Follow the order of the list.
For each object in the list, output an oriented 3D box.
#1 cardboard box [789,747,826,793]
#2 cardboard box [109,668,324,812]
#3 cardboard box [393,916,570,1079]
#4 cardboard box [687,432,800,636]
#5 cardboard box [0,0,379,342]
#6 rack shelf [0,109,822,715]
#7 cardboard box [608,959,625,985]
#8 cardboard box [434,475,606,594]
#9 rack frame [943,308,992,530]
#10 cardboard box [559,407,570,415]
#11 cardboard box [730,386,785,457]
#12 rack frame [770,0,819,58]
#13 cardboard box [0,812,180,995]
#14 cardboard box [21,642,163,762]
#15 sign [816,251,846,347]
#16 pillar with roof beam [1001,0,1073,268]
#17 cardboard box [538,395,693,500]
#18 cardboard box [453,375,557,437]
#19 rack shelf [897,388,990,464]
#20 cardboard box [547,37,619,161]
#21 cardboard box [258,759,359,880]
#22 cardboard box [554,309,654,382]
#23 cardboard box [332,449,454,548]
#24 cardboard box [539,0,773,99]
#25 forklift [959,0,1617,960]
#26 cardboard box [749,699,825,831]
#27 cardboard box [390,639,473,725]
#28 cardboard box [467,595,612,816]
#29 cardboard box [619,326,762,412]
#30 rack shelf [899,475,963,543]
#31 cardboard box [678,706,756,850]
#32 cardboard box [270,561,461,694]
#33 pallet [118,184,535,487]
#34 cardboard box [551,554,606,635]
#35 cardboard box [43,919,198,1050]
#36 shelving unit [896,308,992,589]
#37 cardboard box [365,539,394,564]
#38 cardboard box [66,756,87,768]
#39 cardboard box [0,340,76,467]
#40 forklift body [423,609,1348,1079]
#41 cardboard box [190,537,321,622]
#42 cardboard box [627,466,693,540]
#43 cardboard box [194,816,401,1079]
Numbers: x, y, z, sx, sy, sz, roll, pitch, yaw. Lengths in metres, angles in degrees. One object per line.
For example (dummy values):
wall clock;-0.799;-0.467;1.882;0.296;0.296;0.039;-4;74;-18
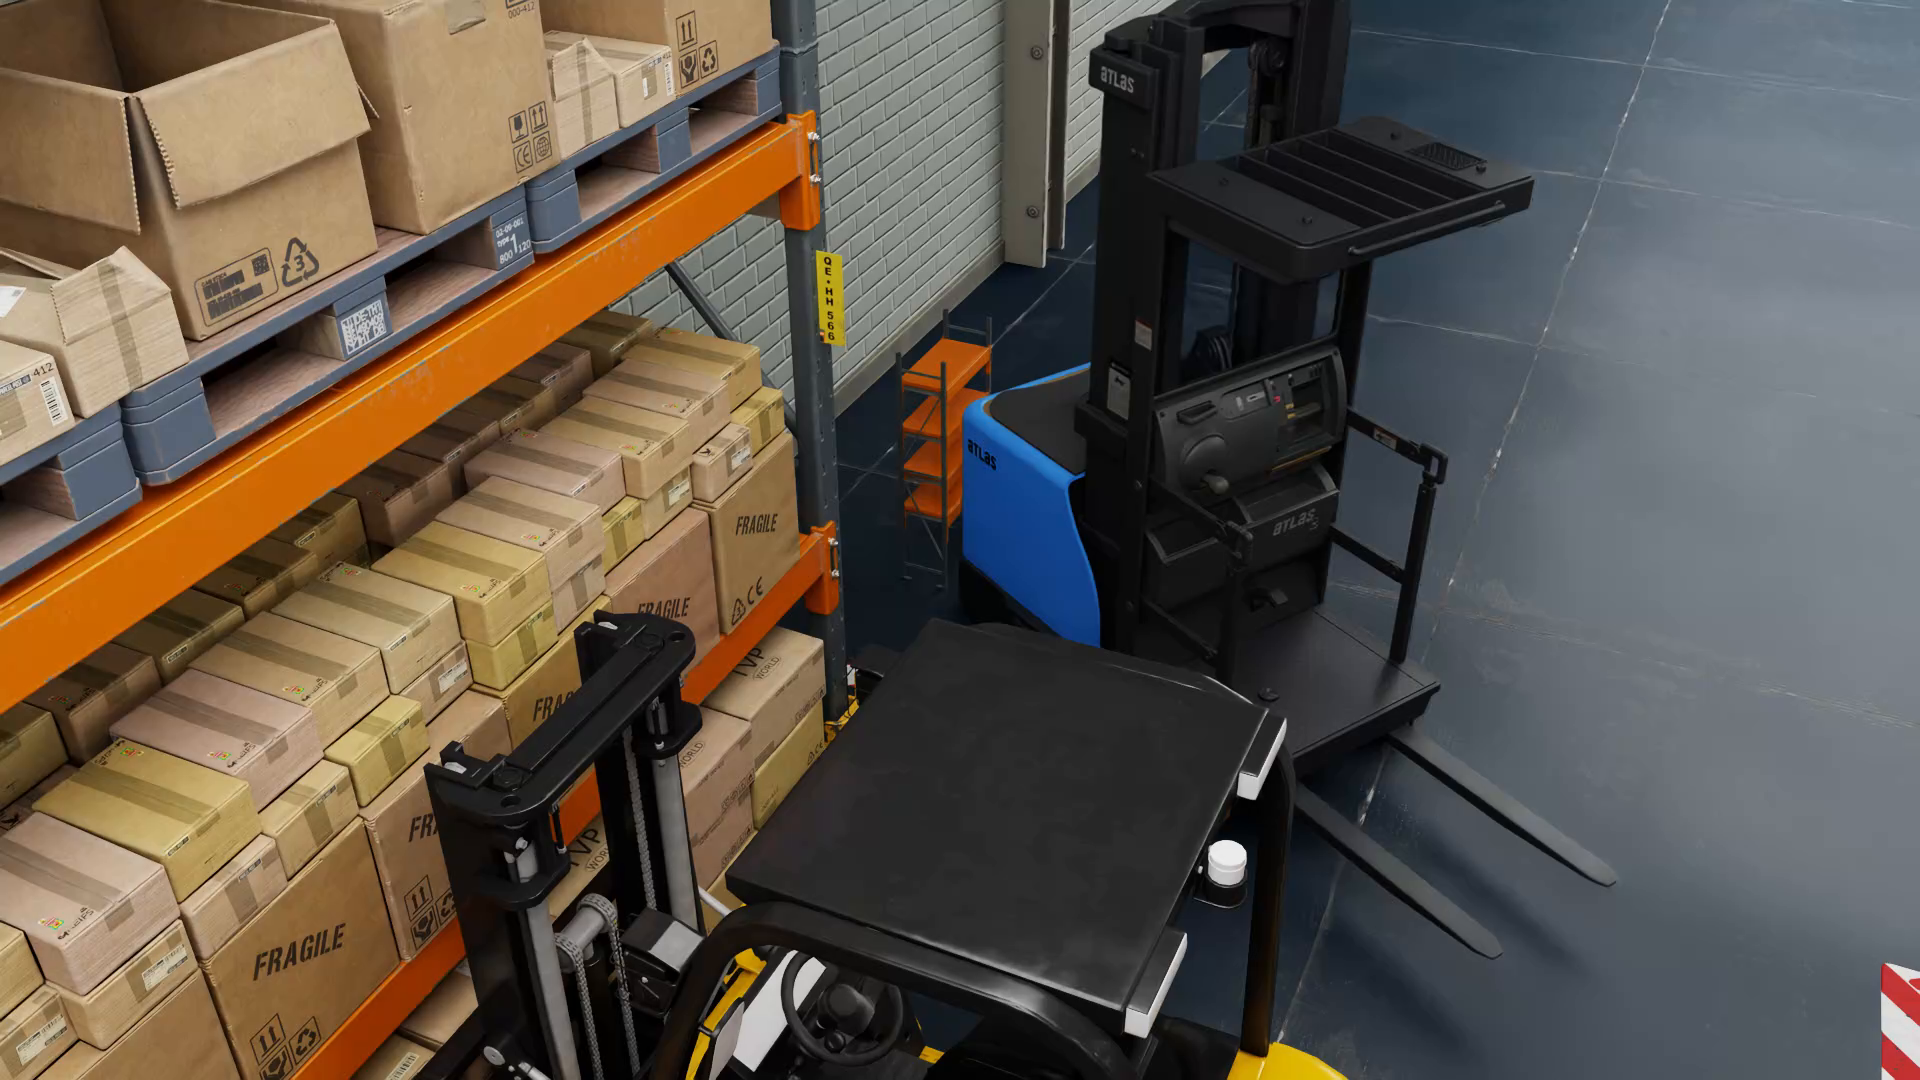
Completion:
cardboard box;-0.822;0.944;6.199;0.500;0.250;0.500;14;36;21
cardboard box;-1.716;0.468;3.847;0.380;0.149;0.250;14;36;20
cardboard box;-1.451;1.280;4.774;0.500;0.250;0.500;13;36;20
cardboard box;-0.880;-0.073;5.535;0.500;0.500;0.500;13;36;19
cardboard box;-1.675;-0.805;3.439;0.797;0.503;0.637;15;36;22
rack shelf;-1.749;-0.294;3.883;1.077;0.370;4.000;14;36;20
cardboard box;-1.249;1.252;5.274;0.500;0.250;0.500;13;36;19
cardboard box;-1.211;-0.019;4.589;0.380;0.149;0.250;15;36;22
rack frame;0.033;-0.541;7.981;0.240;1.200;0.015;14;36;20
cardboard box;-1.336;-0.403;5.446;0.380;0.149;0.250;14;36;20
cardboard box;-0.803;-0.413;5.461;0.380;0.149;0.250;15;36;21
rack frame;-0.913;-2.845;4.383;1.000;3.000;0.127;14;36;20
cardboard box;-1.856;0.743;3.428;0.380;0.149;0.250;15;36;22
cardboard box;-2.162;0.360;4.012;0.380;0.149;0.250;14;36;20
sign;-0.426;-0.788;5.445;0.100;0.325;0.005;14;36;20
pillar with roof beam;4.398;-4.706;7.220;9.100;9.000;0.400;14;36;20
cardboard box;-1.031;-0.281;4.989;0.380;0.149;0.250;15;36;22
cardboard box;-1.485;-0.398;5.168;0.380;0.149;0.250;15;36;21
rack shelf;-0.069;-0.550;7.709;0.258;0.148;0.480;14;36;20
cardboard box;-1.090;-1.143;4.171;0.396;0.266;0.258;14;36;21
cardboard box;-1.652;0.613;3.896;0.380;0.149;0.250;13;35;19
cardboard box;-1.247;-0.656;5.560;0.380;0.149;0.250;13;36;20
cardboard box;-1.690;-0.142;4.776;0.380;0.149;0.250;15;36;22
cardboard box;-0.877;-1.574;4.614;0.500;0.500;0.500;15;36;22
forklift;1.239;-0.400;6.187;1.130;2.935;3.031;-20;38;-28
cardboard box;-0.832;0.743;6.050;0.500;0.250;0.500;14;36;20
cardboard box;-1.504;0.336;4.320;0.380;0.149;0.250;14;36;20
cardboard box;-1.320;0.439;4.754;0.500;0.500;0.500;13;36;20
cardboard box;-0.871;-0.547;5.395;0.380;0.149;0.250;14;36;21
rack shelf;-0.069;-0.197;7.941;0.258;0.148;0.480;14;36;20
cardboard box;-1.030;0.776;5.543;0.500;0.250;0.500;15;36;21
cardboard box;-1.508;0.218;4.228;0.380;0.149;0.250;15;36;21
pallet;-1.741;-0.598;3.771;1.003;0.211;1.213;14;36;20
cardboard box;-1.230;0.101;4.677;0.380;0.149;0.250;13;35;19
cardboard box;-1.853;0.873;3.501;0.380;0.149;0.250;15;36;22
shelving unit;-0.069;-0.419;7.795;0.258;1.200;0.503;14;36;20
cardboard box;-1.783;-0.051;4.909;0.380;0.149;0.250;15;36;21
cardboard box;-2.149;0.480;4.100;0.380;0.149;0.250;14;36;20
cardboard box;-1.801;-0.248;2.912;0.380;0.149;0.250;15;36;22
forklift body;-0.049;1.381;4.182;2.313;2.155;1.214;14;36;20
cardboard box;-1.920;0.108;4.396;0.380;0.149;0.250;14;36;21
cardboard box;-1.047;-0.163;5.081;0.380;0.149;0.250;15;36;21
cardboard box;-1.750;0.937;3.994;0.500;0.500;0.500;14;36;20
